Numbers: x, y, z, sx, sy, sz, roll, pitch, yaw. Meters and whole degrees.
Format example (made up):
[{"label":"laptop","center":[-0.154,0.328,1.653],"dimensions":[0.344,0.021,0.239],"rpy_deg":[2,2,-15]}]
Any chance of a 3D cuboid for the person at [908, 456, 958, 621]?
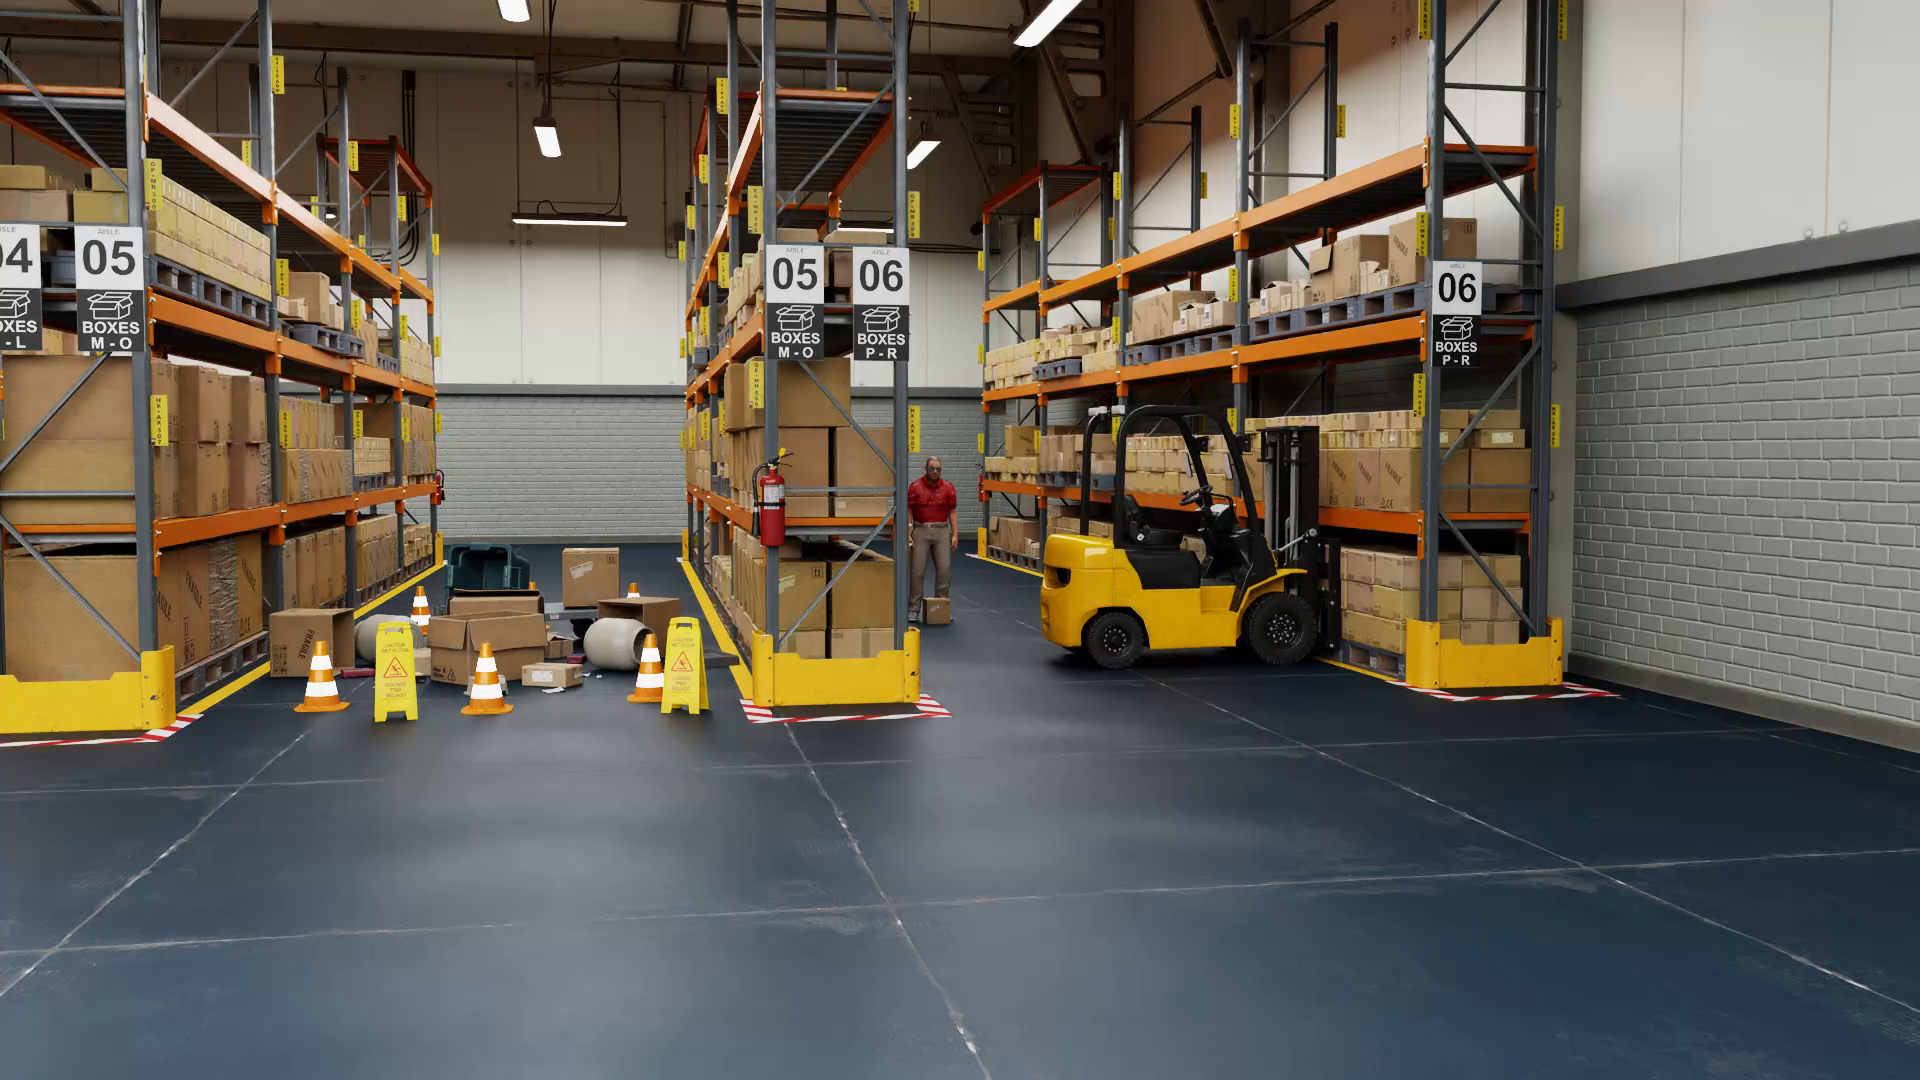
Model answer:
[{"label":"person","center":[-0.305,-0.016,17.522],"dimensions":[0.586,1.727,0.393],"rpy_deg":[-1,3,-11]}]
